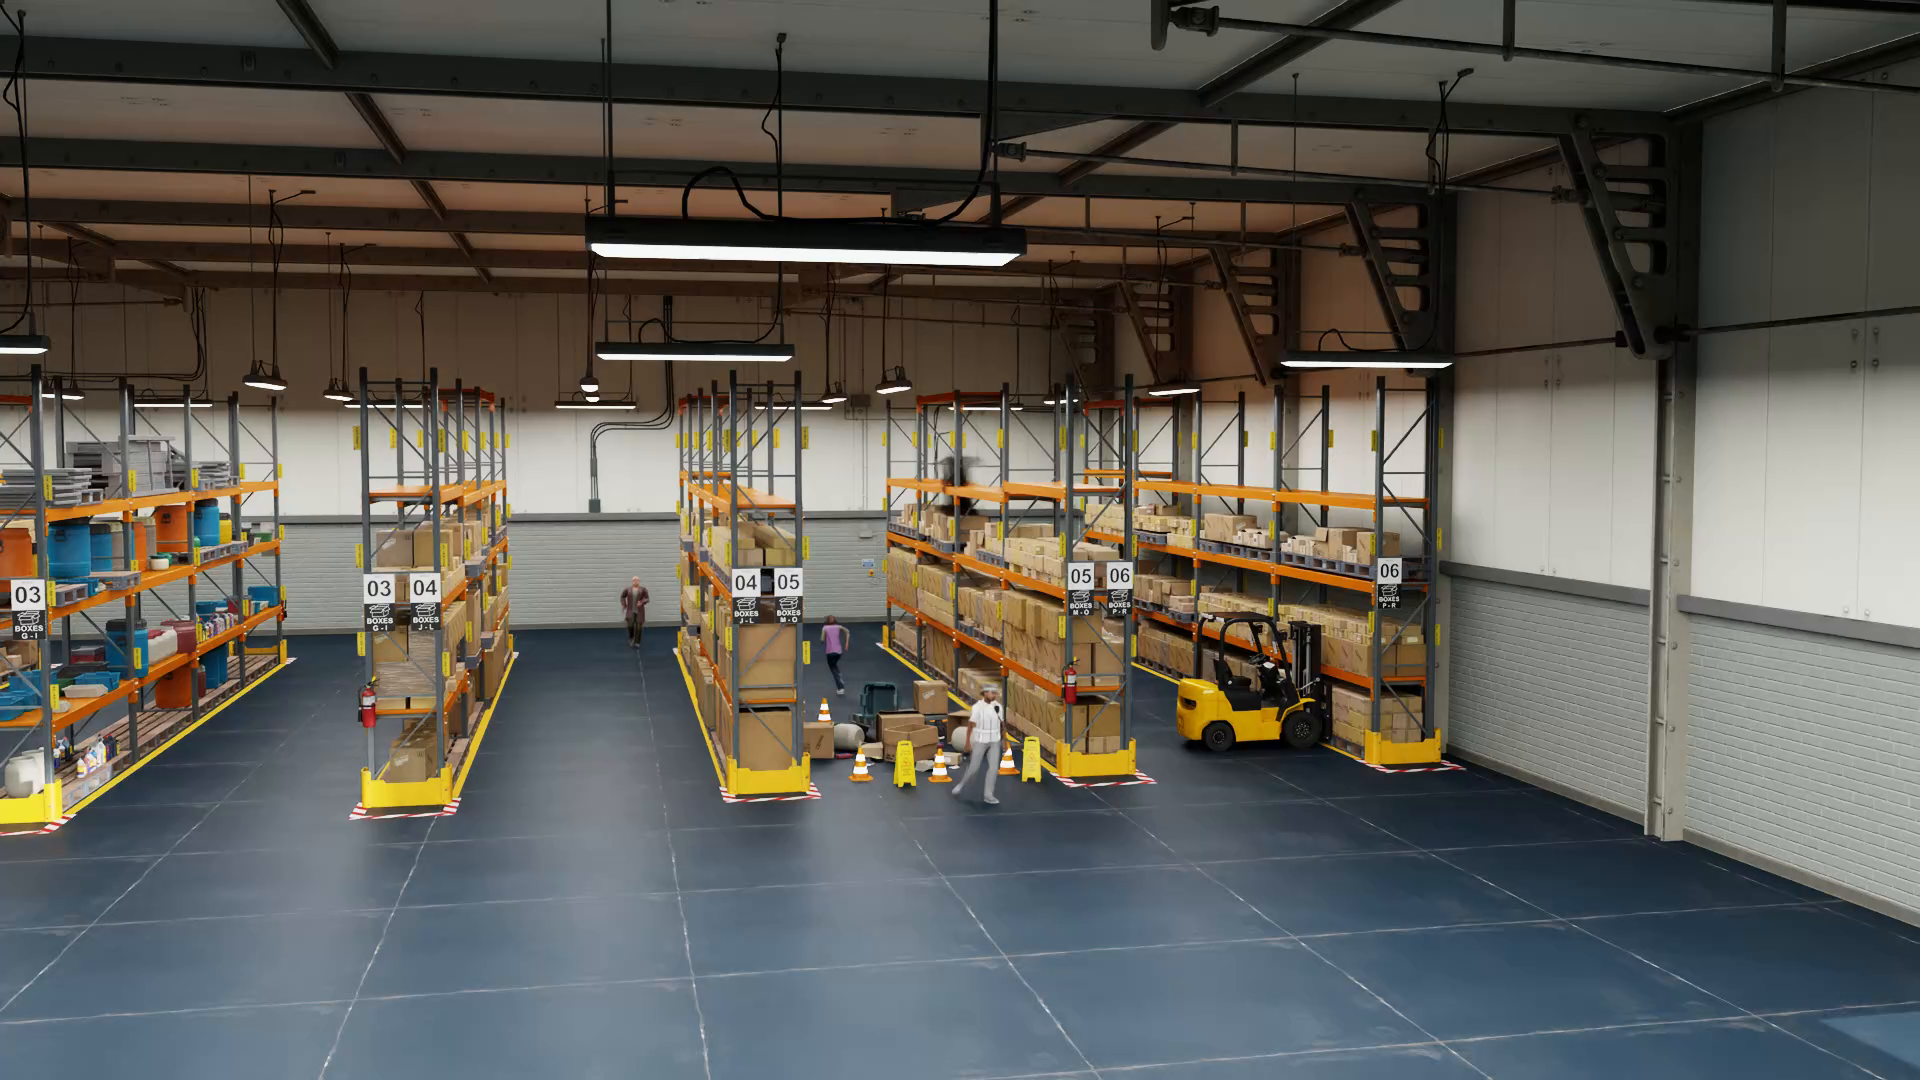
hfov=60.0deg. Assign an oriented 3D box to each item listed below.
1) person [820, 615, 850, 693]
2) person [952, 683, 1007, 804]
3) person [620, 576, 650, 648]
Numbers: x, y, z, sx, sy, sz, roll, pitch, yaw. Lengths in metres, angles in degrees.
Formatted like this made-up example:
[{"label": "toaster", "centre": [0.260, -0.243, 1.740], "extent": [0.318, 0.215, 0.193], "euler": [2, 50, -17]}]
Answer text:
[{"label": "person", "centre": [-2.502, 2.258, 33.073], "extent": [0.511, 1.526, 0.781], "euler": [-2, 4, -31]}, {"label": "person", "centre": [0.265, 2.797, 23.053], "extent": [0.645, 1.669, 0.614], "euler": [-1, 4, -21]}, {"label": "person", "centre": [-7.830, 1.739, 40.026], "extent": [0.706, 1.738, 0.665], "euler": [0, 3, -8]}]
